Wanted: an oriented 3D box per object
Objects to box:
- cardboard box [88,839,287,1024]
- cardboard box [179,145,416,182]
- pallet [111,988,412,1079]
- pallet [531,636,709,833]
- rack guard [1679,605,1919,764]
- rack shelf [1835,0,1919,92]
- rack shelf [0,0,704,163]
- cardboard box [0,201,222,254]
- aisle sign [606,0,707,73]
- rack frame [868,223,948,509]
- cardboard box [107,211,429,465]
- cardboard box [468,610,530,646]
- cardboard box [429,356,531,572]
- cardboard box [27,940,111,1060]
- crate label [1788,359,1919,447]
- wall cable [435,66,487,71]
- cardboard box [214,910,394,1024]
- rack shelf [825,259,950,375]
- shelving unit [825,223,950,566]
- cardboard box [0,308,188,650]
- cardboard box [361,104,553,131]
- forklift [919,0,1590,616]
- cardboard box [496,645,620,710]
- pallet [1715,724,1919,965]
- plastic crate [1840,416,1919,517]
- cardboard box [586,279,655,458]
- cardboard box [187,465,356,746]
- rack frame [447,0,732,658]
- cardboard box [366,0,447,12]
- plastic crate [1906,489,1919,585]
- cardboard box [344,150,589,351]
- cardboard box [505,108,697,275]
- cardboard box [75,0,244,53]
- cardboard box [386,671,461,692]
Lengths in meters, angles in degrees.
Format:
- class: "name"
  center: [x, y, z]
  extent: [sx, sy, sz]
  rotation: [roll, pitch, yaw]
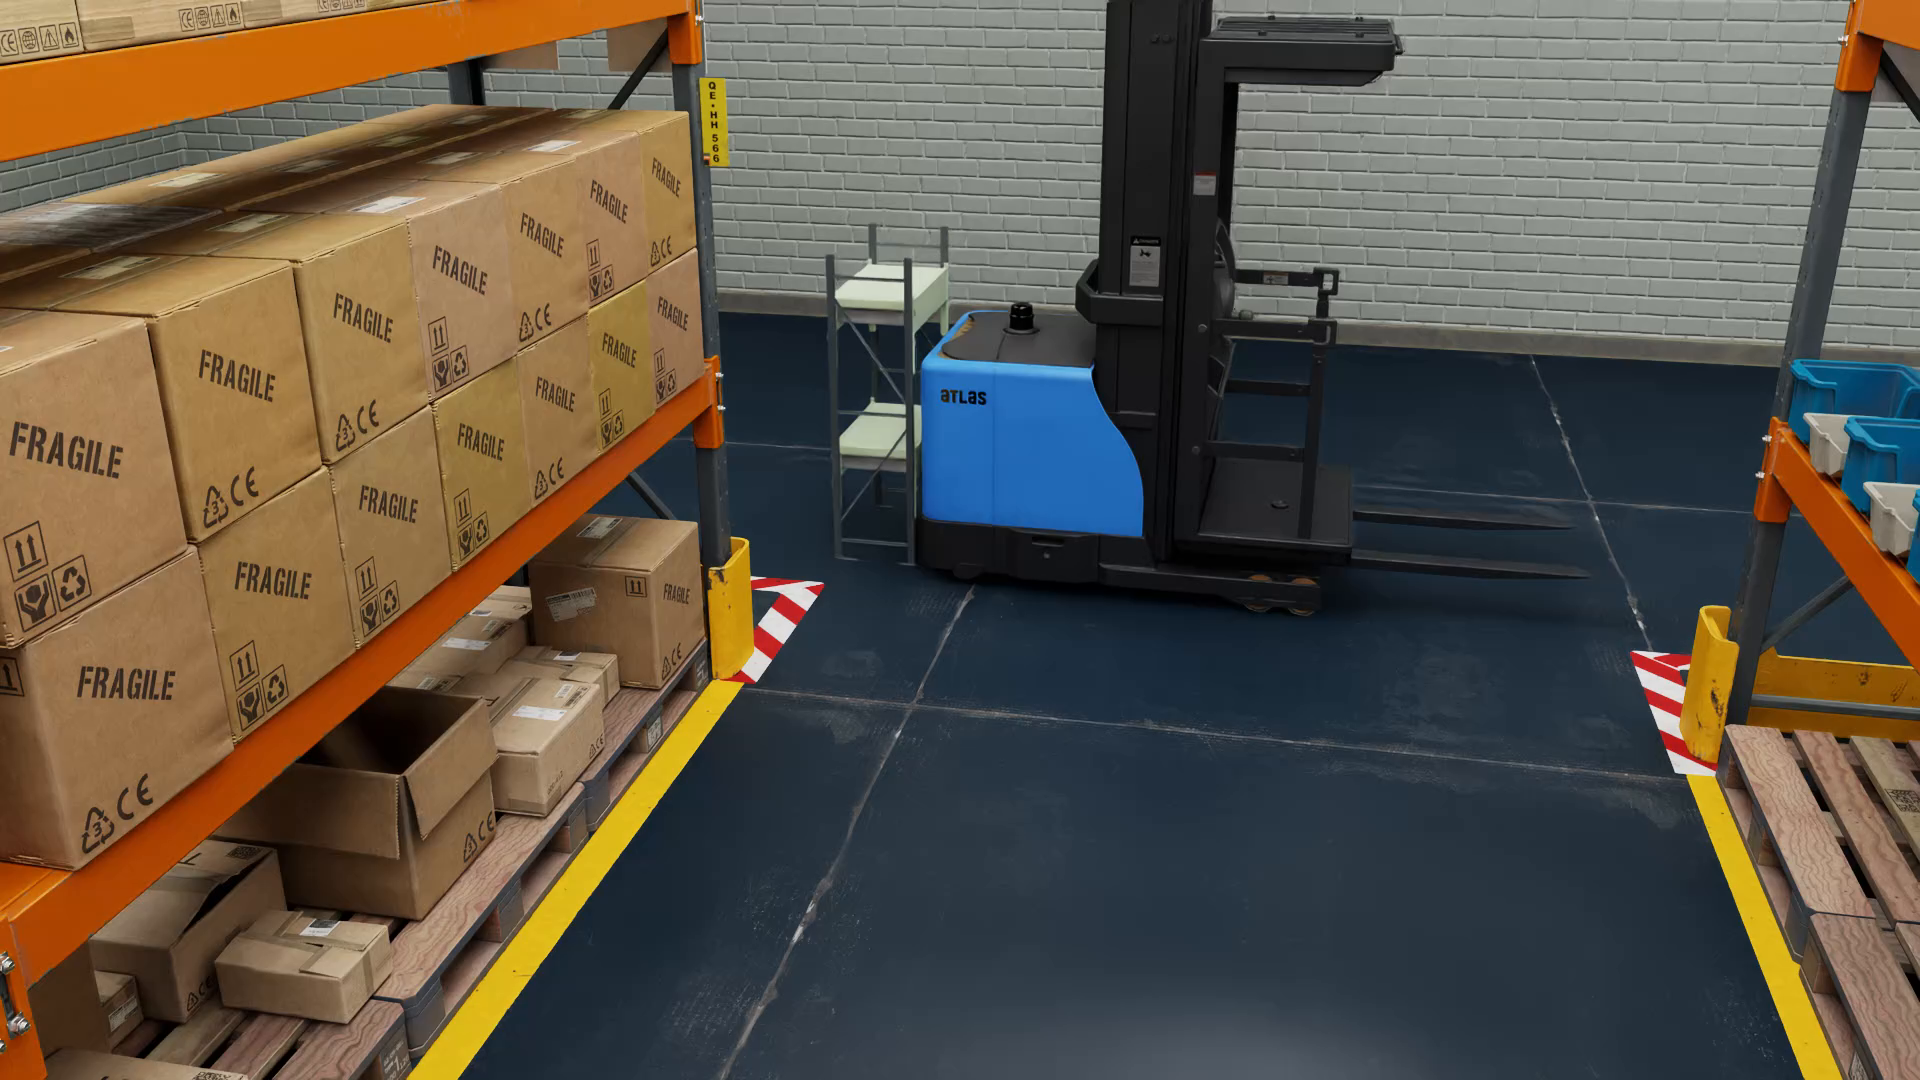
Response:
- class: "cardboard box"
  center: [-2.291, 1.060, 4.718]
  extent: [0.500, 0.311, 0.500]
  rotation: [4, 22, 11]
- class: "cardboard box"
  center: [-2.021, -0.936, 5.190]
  extent: [0.500, 0.500, 0.500]
  rotation: [5, 22, 12]
- class: "pallet"
  center: [-2.141, 1.563, 4.190]
  extent: [1.003, 0.211, 1.213]
  rotation: [4, 22, 11]
- class: "pallet"
  center: [-1.643, 0.671, 6.406]
  extent: [1.003, 0.211, 1.213]
  rotation: [4, 22, 11]
- class: "rack guard"
  center: [3.374, 0.587, 6.228]
  extent: [1.175, 0.500, 0.348]
  rotation: [4, 22, 11]
- class: "rack shelf"
  center: [2.974, -0.889, 3.495]
  extent: [1.077, 0.370, 4.000]
  rotation: [4, 22, 11]
- class: "rack shelf"
  center: [-1.874, -1.268, 4.436]
  extent: [1.077, 0.370, 4.000]
  rotation: [4, 22, 11]
- class: "cardboard box"
  center: [-2.228, -0.566, 4.271]
  extent: [0.500, 0.500, 0.500]
  rotation: [5, 22, 11]
- class: "aisle sign"
  center: [-1.152, -2.150, 6.196]
  extent: [0.394, 0.787, 0.004]
  rotation: [4, 22, 11]
- class: "rack frame"
  center: [-0.255, -0.855, 8.469]
  extent: [0.400, 1.500, 0.023]
  rotation: [5, 22, 12]
- class: "cardboard box"
  center: [-1.700, -0.517, 4.150]
  extent: [0.500, 0.500, 0.500]
  rotation: [4, 22, 9]
- class: "cardboard box"
  center: [-1.939, 0.386, 6.583]
  extent: [0.380, 0.166, 0.250]
  rotation: [4, 22, 11]
- class: "cardboard box"
  center: [-1.604, -0.248, 4.819]
  extent: [0.500, 0.500, 0.500]
  rotation: [4, 22, 10]
- class: "cardboard box"
  center: [-2.444, 1.246, 4.001]
  extent: [0.500, 0.500, 0.500]
  rotation: [4, 22, 11]
- class: "crate label"
  center: [3.010, -0.448, 5.595]
  extent: [0.416, 0.233, 0.303]
  rotation: [4, 22, 11]
- class: "wall cable"
  center: [-4.812, -4.702, 12.140]
  extent: [3.097, 2.526, 0.112]
  rotation: [4, 22, 11]
- class: "cardboard box"
  center: [-1.818, 1.177, 4.620]
  extent: [0.380, 0.166, 0.250]
  rotation: [4, 22, 11]
- class: "rack shelf"
  center: [-0.334, -1.084, 7.992]
  extent: [0.431, 0.370, 0.720]
  rotation: [5, 22, 12]
- class: "shelving unit"
  center: [-0.334, -0.722, 8.137]
  extent: [0.431, 1.500, 0.755]
  rotation: [5, 22, 12]
- class: "cardboard box"
  center: [-1.911, -0.140, 3.215]
  extent: [0.500, 0.500, 0.500]
  rotation: [5, 22, 12]
- class: "cardboard box"
  center: [-1.815, -1.310, 6.119]
  extent: [0.500, 0.500, 0.500]
  rotation: [5, 23, 13]
- class: "forklift"
  center: [1.381, -1.235, 7.497]
  extent: [3.031, 2.935, 1.130]
  rotation: [5, 22, 12]
- class: "cardboard box"
  center: [-1.507, 0.527, 6.234]
  extent: [0.380, 0.166, 0.250]
  rotation: [4, 22, 11]
- class: "pallet"
  center: [3.176, 1.029, 5.516]
  extent: [1.003, 0.211, 1.213]
  rotation: [4, 22, 11]
- class: "plastic crate"
  center: [2.875, -0.207, 4.997]
  extent: [0.416, 0.233, 0.300]
  rotation: [4, 22, 11]
- class: "cardboard box"
  center: [-1.393, -0.614, 5.729]
  extent: [0.500, 0.500, 0.500]
  rotation: [5, 22, 11]
- class: "cardboard box"
  center: [-1.810, 0.121, 3.903]
  extent: [0.500, 0.500, 0.500]
  rotation: [5, 22, 12]
- class: "rack frame"
  center: [-1.466, -0.942, 6.678]
  extent: [1.000, 3.000, 0.127]
  rotation: [4, 22, 11]
- class: "cardboard box"
  center: [-1.633, -1.508, 4.269]
  extent: [0.500, 0.250, 0.500]
  rotation: [4, 22, 11]
- class: "plastic crate"
  center: [2.741, 0.033, 4.399]
  extent: [0.416, 0.233, 0.300]
  rotation: [4, 22, 11]
- class: "cardboard box"
  center: [-1.491, -0.894, 5.085]
  extent: [0.500, 0.500, 0.500]
  rotation: [5, 22, 12]
- class: "cardboard box"
  center: [-1.288, -1.269, 6.016]
  extent: [0.500, 0.500, 0.500]
  rotation: [4, 22, 10]
- class: "cardboard box"
  center: [-1.835, -1.143, 3.361]
  extent: [0.500, 0.250, 0.500]
  rotation: [4, 22, 11]
- class: "cardboard box"
  center: [-2.059, 0.672, 5.761]
  extent: [0.500, 0.250, 0.500]
  rotation: [4, 22, 11]
